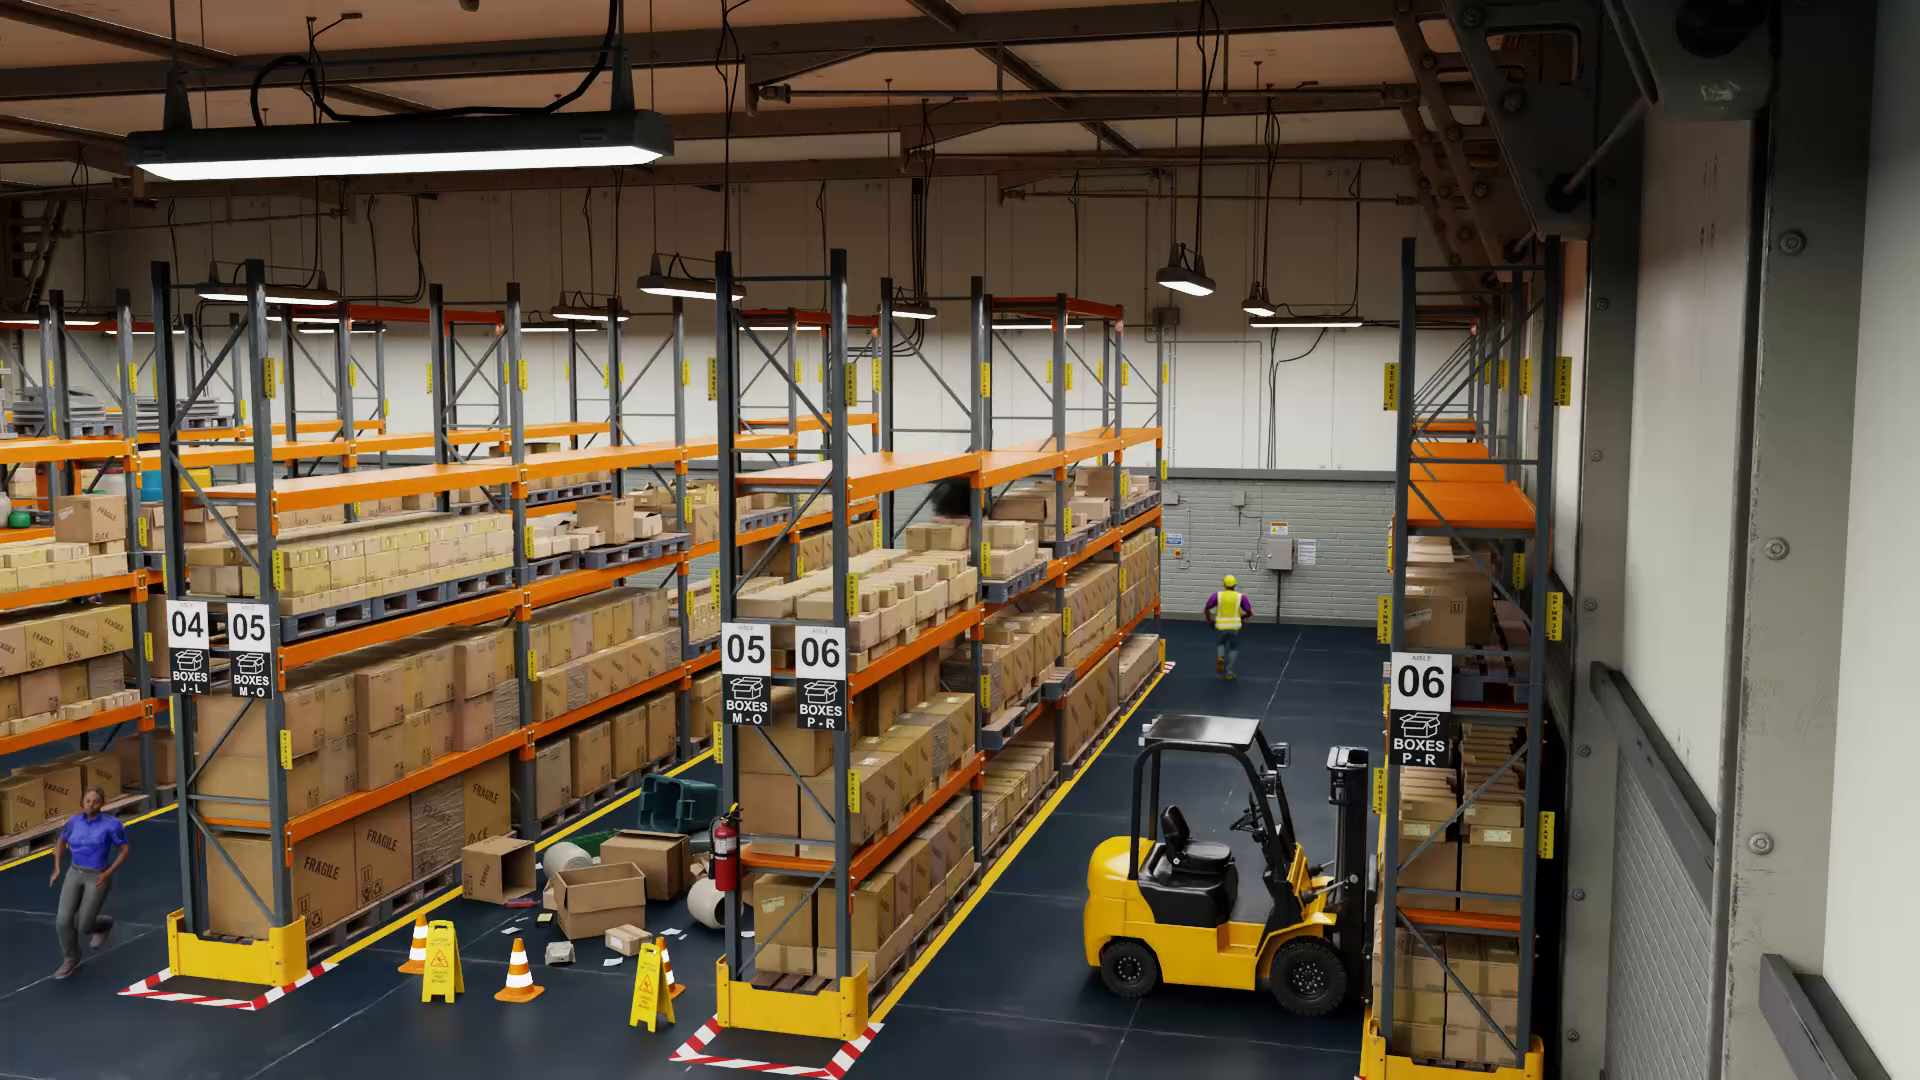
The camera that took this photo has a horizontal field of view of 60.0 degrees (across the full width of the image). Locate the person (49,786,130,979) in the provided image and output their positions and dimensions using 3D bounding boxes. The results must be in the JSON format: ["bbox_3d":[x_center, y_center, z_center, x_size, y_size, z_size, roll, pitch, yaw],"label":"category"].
[{"bbox_3d":[-7.414,2.896,14.218,0.614,1.598,0.553,0,6,1],"label":"person"}]

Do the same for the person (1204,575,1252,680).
[{"bbox_3d":[4.405,1.420,27.345,0.771,1.718,0.532,1,6,10],"label":"person"}]
